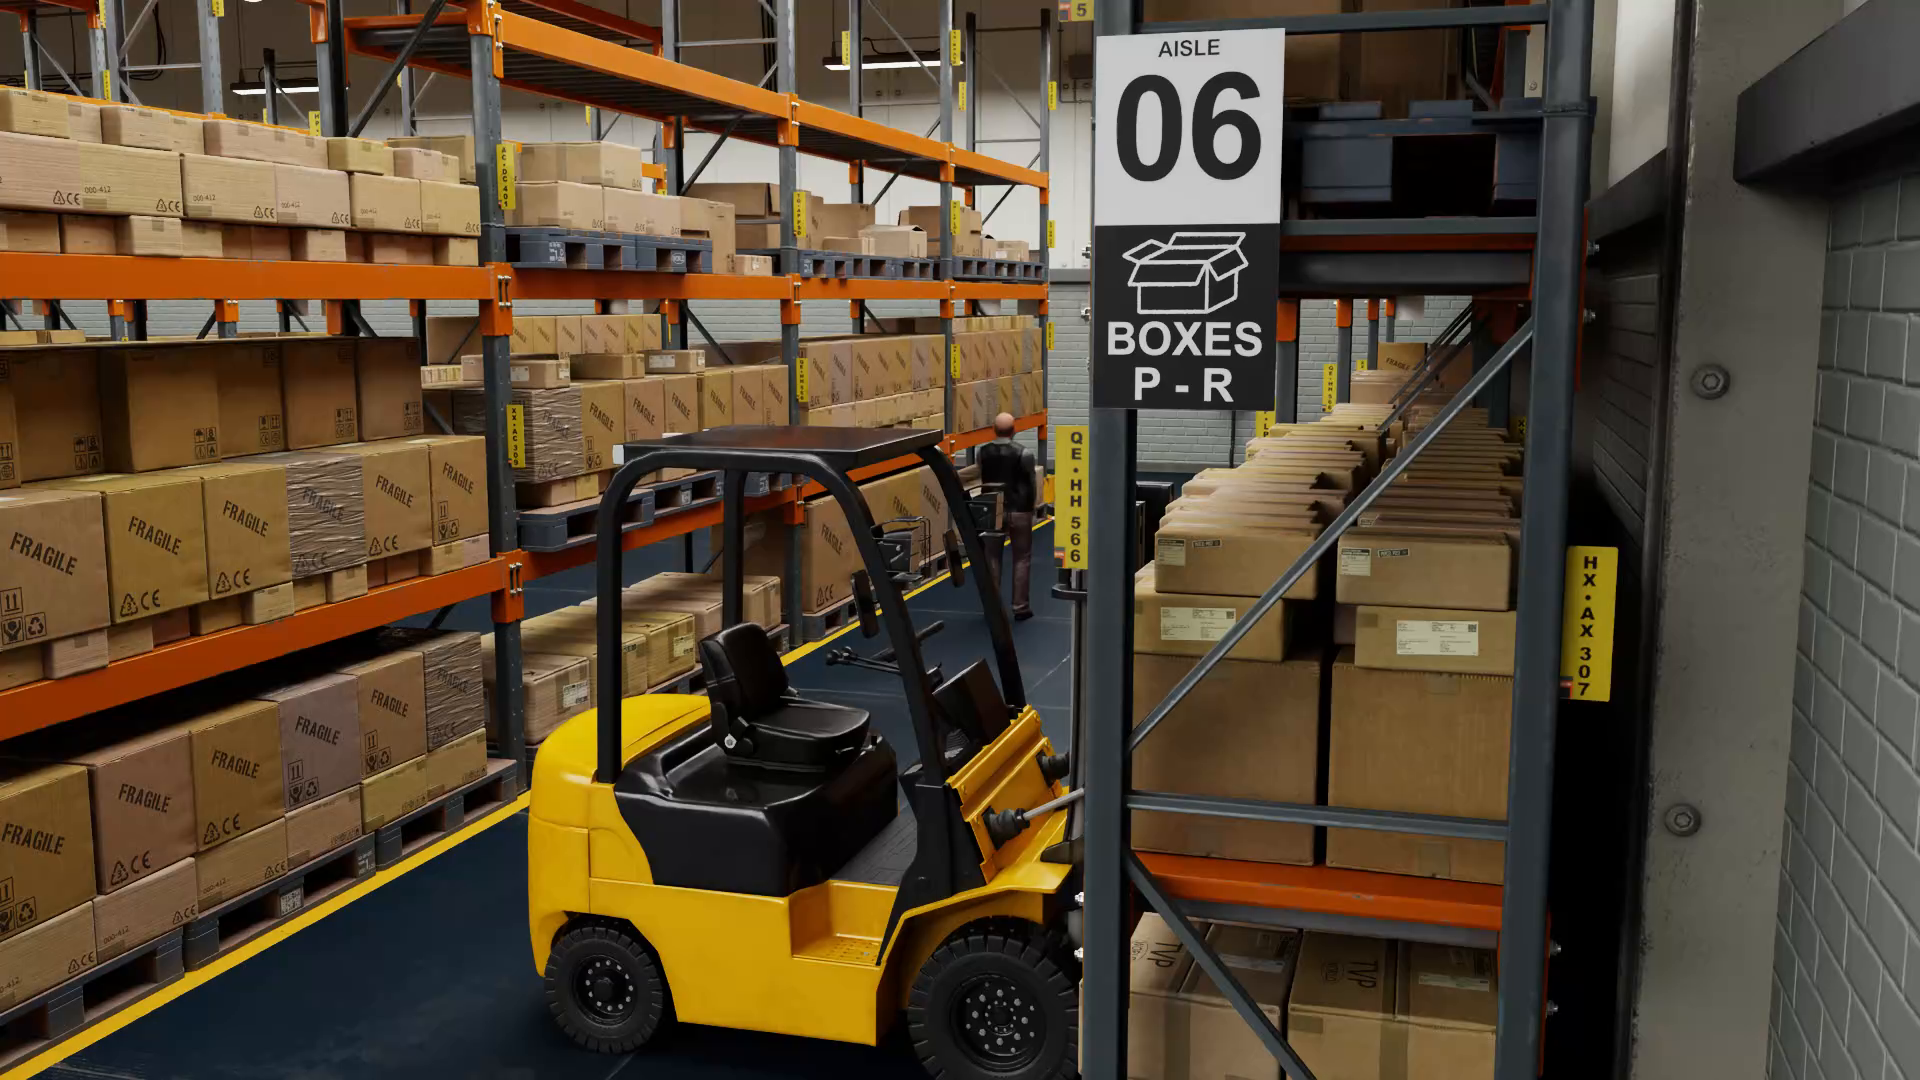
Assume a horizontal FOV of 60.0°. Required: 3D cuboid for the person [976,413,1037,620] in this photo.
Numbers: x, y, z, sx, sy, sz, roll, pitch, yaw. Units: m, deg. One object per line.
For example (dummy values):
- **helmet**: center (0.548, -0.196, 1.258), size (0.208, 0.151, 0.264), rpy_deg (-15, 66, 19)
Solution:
- **person**: center (0.405, -0.213, 13.905), size (0.495, 1.718, 0.555), rpy_deg (2, 9, 16)
